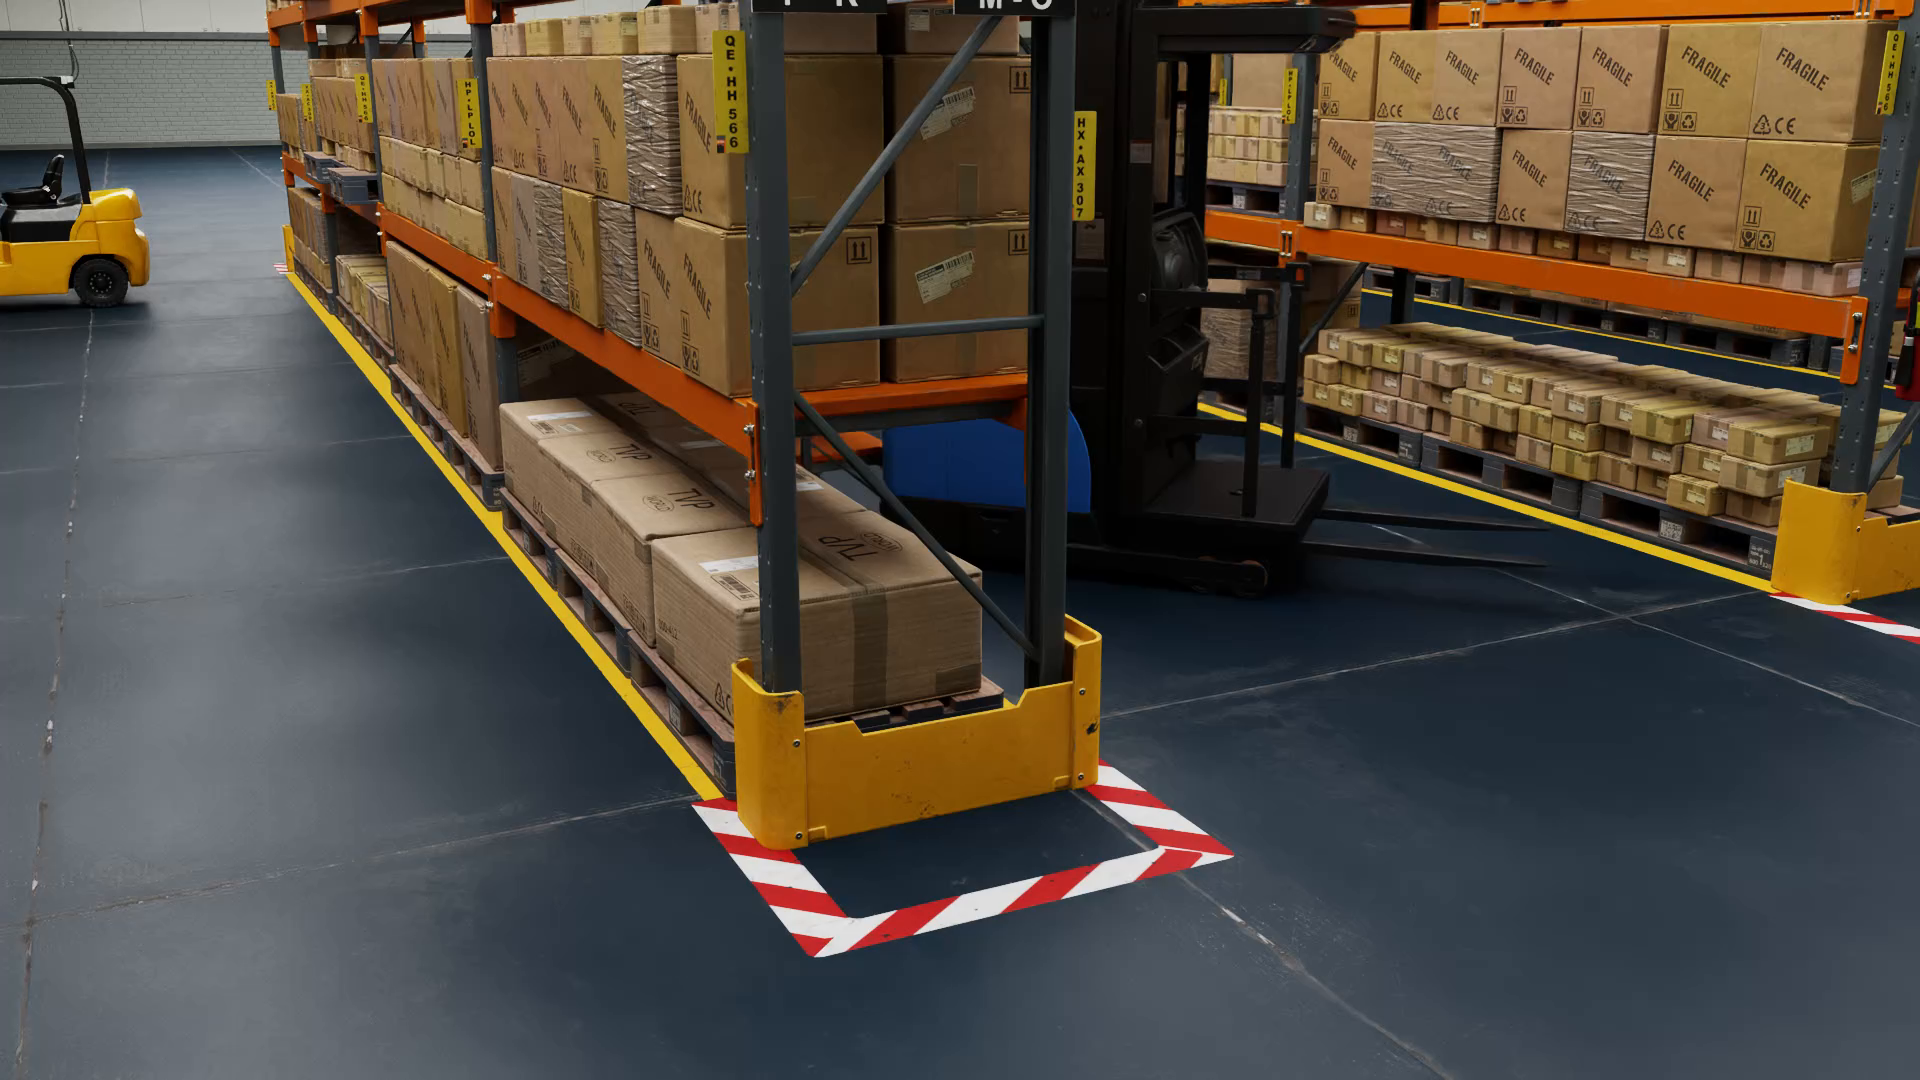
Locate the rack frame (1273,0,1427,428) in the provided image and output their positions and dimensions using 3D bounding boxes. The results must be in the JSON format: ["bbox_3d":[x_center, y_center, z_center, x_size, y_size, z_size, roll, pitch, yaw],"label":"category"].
[{"bbox_3d":[2.520,-2.236,10.604,1.000,3.000,0.127,-8,18,-25],"label":"rack frame"}]

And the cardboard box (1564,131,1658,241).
[{"bbox_3d":[3.393,-1.768,8.254,0.500,0.500,0.500,-8,18,-25],"label":"cardboard box"}]

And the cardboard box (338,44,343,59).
[{"bbox_3d":[-5.592,-4.533,16.074,0.700,0.500,0.500,-8,18,-25],"label":"cardboard box"}]

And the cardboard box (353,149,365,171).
[{"bbox_3d":[-4.326,-2.853,12.449,0.380,0.149,0.250,-8,18,-25],"label":"cardboard box"}]

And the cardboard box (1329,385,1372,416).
[{"bbox_3d":[2.508,-0.872,10.259,0.380,0.149,0.250,-7,17,-23],"label":"cardboard box"}]

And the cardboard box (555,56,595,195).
[{"bbox_3d":[-1.246,-1.614,6.444,0.500,0.500,0.500,-8,18,-25],"label":"cardboard box"}]

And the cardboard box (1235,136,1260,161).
[{"bbox_3d":[2.052,-2.600,11.028,0.380,0.149,0.250,-8,18,-25],"label":"cardboard box"}]

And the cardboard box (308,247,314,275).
[{"bbox_3d":[-6.351,-2.848,16.961,0.500,0.250,0.500,-7,18,-24],"label":"cardboard box"}]

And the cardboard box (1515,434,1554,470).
[{"bbox_3d":[3.223,-0.494,8.941,0.380,0.149,0.250,-7,18,-24],"label":"cardboard box"}]

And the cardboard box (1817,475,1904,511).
[{"bbox_3d":[4.331,-0.244,8.071,0.380,0.149,0.250,-7,18,-24],"label":"cardboard box"}]

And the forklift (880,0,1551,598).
[{"bbox_3d":[1.190,-1.317,7.527,3.031,2.935,1.130,6,17,19],"label":"forklift"}]

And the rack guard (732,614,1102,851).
[{"bbox_3d":[-0.122,0.587,5.300,1.175,0.500,0.348,-8,18,-25],"label":"rack guard"}]

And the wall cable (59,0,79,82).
[{"bbox_3d":[-25.352,-13.426,44.351,3.097,2.526,0.112,-8,18,-25],"label":"wall cable"}]

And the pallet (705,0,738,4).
[{"bbox_3d":[-2.402,-6.428,19.935,1.003,0.211,1.213,-8,18,-25],"label":"pallet"}]

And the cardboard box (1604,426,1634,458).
[{"bbox_3d":[3.531,-0.523,8.502,0.380,0.149,0.250,-8,18,-26],"label":"cardboard box"}]

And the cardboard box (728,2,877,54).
[{"bbox_3d":[-0.470,-1.526,4.961,0.380,0.149,0.250,-7,18,-24],"label":"cardboard box"}]

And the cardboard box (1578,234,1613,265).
[{"bbox_3d":[3.391,-1.500,8.495,0.380,0.149,0.250,-8,18,-27],"label":"cardboard box"}]

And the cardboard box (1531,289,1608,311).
[{"bbox_3d":[5.938,-2.587,14.918,1.225,0.875,0.875,-8,18,-25],"label":"cardboard box"}]

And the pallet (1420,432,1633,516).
[{"bbox_3d":[3.385,-0.430,9.368,1.003,0.211,1.213,-8,18,-25],"label":"pallet"}]

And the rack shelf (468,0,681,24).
[{"bbox_3d":[-1.009,-2.213,6.390,1.077,0.370,4.000,-8,18,-25],"label":"rack shelf"}]

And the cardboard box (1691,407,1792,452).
[{"bbox_3d":[3.755,-0.531,7.993,0.380,0.149,0.250,-7,18,-24],"label":"cardboard box"}]

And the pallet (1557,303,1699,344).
[{"bbox_3d":[6.079,-1.955,14.681,1.003,0.211,1.213,-8,18,-25],"label":"pallet"}]

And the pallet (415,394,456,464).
[{"bbox_3d":[-2.829,-0.757,10.507,1.003,0.211,1.213,-8,18,-25],"label":"pallet"}]

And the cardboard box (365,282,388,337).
[{"bbox_3d":[-4.206,-1.867,13.320,0.950,0.372,0.625,-8,18,-26],"label":"cardboard box"}]

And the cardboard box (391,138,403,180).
[{"bbox_3d":[-3.412,-2.489,10.851,0.500,0.250,0.500,-7,18,-24],"label":"cardboard box"}]

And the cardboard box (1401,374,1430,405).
[{"bbox_3d":[2.838,-0.907,9.840,0.380,0.149,0.250,-9,18,-28],"label":"cardboard box"}]

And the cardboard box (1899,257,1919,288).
[{"bbox_3d":[4.426,-1.243,7.600,0.380,0.149,0.250,-8,18,-25],"label":"cardboard box"}]

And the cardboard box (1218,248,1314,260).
[{"bbox_3d":[2.199,-1.944,11.996,0.500,0.250,0.500,-7,17,-23],"label":"cardboard box"}]

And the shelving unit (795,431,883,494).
[{"bbox_3d":[-0.779,-0.672,8.535,0.538,1.125,1.048,-9,18,-26],"label":"shelving unit"}]

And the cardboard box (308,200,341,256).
[{"bbox_3d":[-6.115,-3.077,16.400,0.500,0.500,0.500,-7,18,-24],"label":"cardboard box"}]

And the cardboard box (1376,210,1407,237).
[{"bbox_3d":[2.694,-1.890,9.856,0.380,0.149,0.250,-9,18,-27],"label":"cardboard box"}]

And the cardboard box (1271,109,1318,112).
[{"bbox_3d":[2.417,-2.951,11.710,0.380,0.149,0.250,-8,18,-26],"label":"cardboard box"}]

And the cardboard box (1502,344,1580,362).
[{"bbox_3d":[3.419,-1.047,9.791,0.380,0.149,0.250,-9,18,-28],"label":"cardboard box"}]

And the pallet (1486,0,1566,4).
[{"bbox_3d":[5.601,-5.000,15.140,1.213,0.211,1.003,-7,17,-22],"label":"pallet"}]

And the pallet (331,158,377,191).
[{"bbox_3d":[-4.541,-2.998,13.608,1.003,0.211,1.213,-8,18,-25],"label":"pallet"}]

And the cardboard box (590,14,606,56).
[{"bbox_3d":[-1.176,-1.903,6.275,0.380,0.149,0.250,-7,17,-23],"label":"cardboard box"}]

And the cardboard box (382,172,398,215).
[{"bbox_3d":[-3.649,-2.381,11.380,0.500,0.250,0.500,-8,18,-26],"label":"cardboard box"}]

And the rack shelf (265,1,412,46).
[{"bbox_3d":[-6.266,-5.188,16.758,1.077,0.370,4.000,-8,18,-25],"label":"rack shelf"}]

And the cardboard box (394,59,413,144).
[{"bbox_3d":[-3.202,-2.729,10.330,0.500,0.500,0.500,-7,17,-23],"label":"cardboard box"}]

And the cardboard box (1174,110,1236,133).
[{"bbox_3d":[1.719,-2.936,11.660,0.380,0.149,0.250,-8,18,-27],"label":"cardboard box"}]

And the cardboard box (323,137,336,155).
[{"bbox_3d":[-5.330,-3.439,14.491,0.380,0.149,0.250,-7,18,-24],"label":"cardboard box"}]

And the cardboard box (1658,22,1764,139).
[{"bbox_3d":[3.627,-2.125,7.684,0.500,0.500,0.500,-8,18,-27],"label":"cardboard box"}]

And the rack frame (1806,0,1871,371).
[{"bbox_3d":[7.023,-2.810,12.605,1.000,3.000,0.127,-8,18,-25],"label":"rack frame"}]

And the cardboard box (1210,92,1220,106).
[{"bbox_3d":[3.377,-5.104,19.878,0.875,0.500,0.500,-8,18,-25],"label":"cardboard box"}]

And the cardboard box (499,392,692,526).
[{"bbox_3d":[-1.706,-0.414,8.140,0.875,0.438,0.875,-8,18,-26],"label":"cardboard box"}]

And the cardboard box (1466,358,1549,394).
[{"bbox_3d":[3.074,-0.918,9.341,0.380,0.149,0.250,-8,18,-27],"label":"cardboard box"}]

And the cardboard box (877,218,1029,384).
[{"bbox_3d":[-0.085,-0.823,5.498,0.500,0.500,0.500,-8,18,-25],"label":"cardboard box"}]

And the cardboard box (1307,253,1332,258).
[{"bbox_3d":[4.206,-3.390,18.359,0.700,0.500,0.500,-9,19,-30],"label":"cardboard box"}]

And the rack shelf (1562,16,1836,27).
[{"bbox_3d":[8.847,-5.992,19.561,1.077,0.370,4.000,-8,18,-25],"label":"rack shelf"}]

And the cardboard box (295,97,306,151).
[{"bbox_3d":[-6.271,-4.122,16.457,0.500,0.500,0.500,-7,17,-23],"label":"cardboard box"}]

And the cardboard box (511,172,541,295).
[{"bbox_3d":[-1.698,-1.387,7.466,0.500,0.500,0.500,-8,18,-25],"label":"cardboard box"}]

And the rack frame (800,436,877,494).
[{"bbox_3d":[-0.542,-0.548,8.103,0.500,1.125,0.032,-9,18,-26],"label":"rack frame"}]

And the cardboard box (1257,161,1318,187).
[{"bbox_3d":[2.168,-2.392,10.840,0.380,0.149,0.250,-8,18,-26],"label":"cardboard box"}]

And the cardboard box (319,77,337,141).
[{"bbox_3d":[-5.018,-3.590,13.841,0.500,0.500,0.500,-8,18,-25],"label":"cardboard box"}]

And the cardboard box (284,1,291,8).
[{"bbox_3d":[-6.567,-5.407,16.673,0.380,0.149,0.250,-8,18,-26],"label":"cardboard box"}]

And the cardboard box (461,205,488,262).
[{"bbox_3d":[-2.308,-1.621,8.734,0.500,0.250,0.500,-8,18,-26],"label":"cardboard box"}]

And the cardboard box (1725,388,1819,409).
[{"bbox_3d":[4.125,-0.664,8.456,0.380,0.149,0.250,-8,18,-25],"label":"cardboard box"}]

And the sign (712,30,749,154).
[{"bbox_3d":[-0.627,-1.229,4.567,0.100,0.325,0.005,-8,18,-25],"label":"sign"}]
